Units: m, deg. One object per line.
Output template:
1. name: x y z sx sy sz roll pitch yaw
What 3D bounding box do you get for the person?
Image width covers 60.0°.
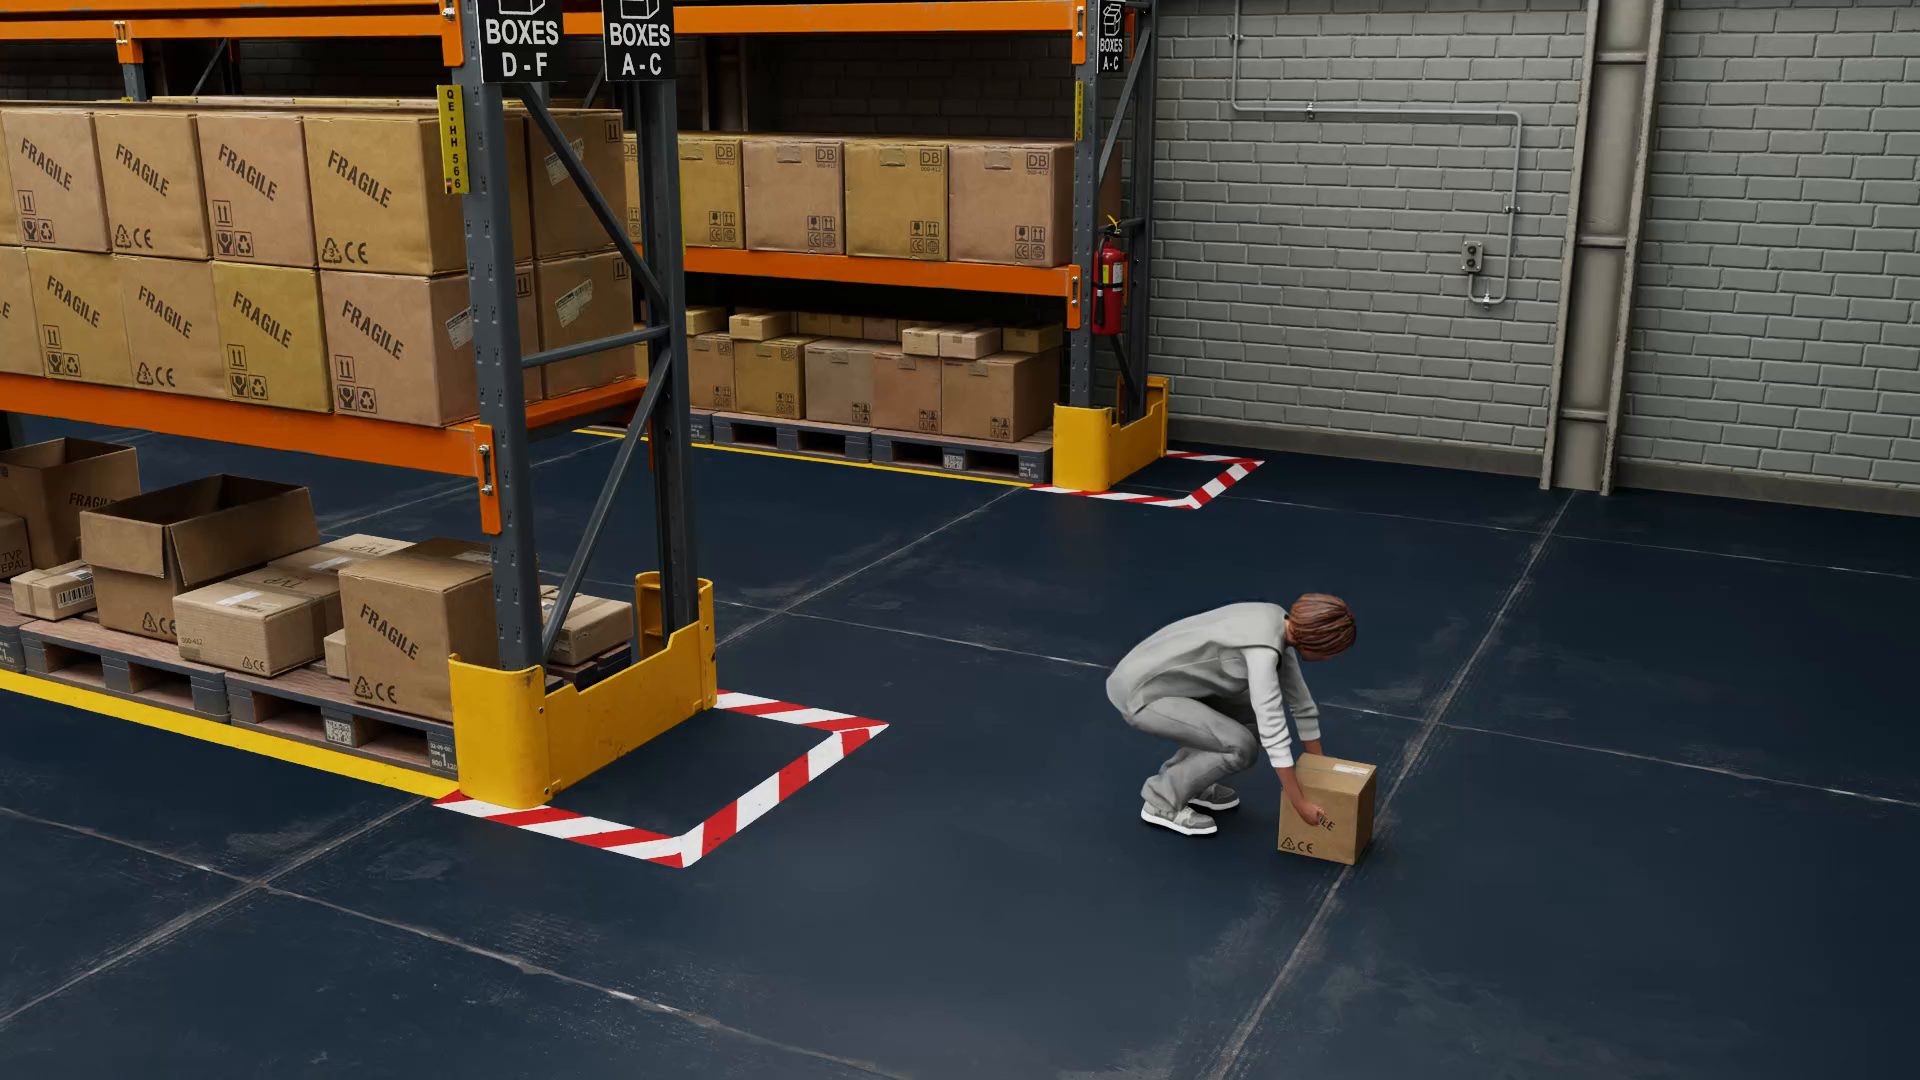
1. person: 0.888 0.553 5.523 0.804 0.829 0.440 8 18 25
